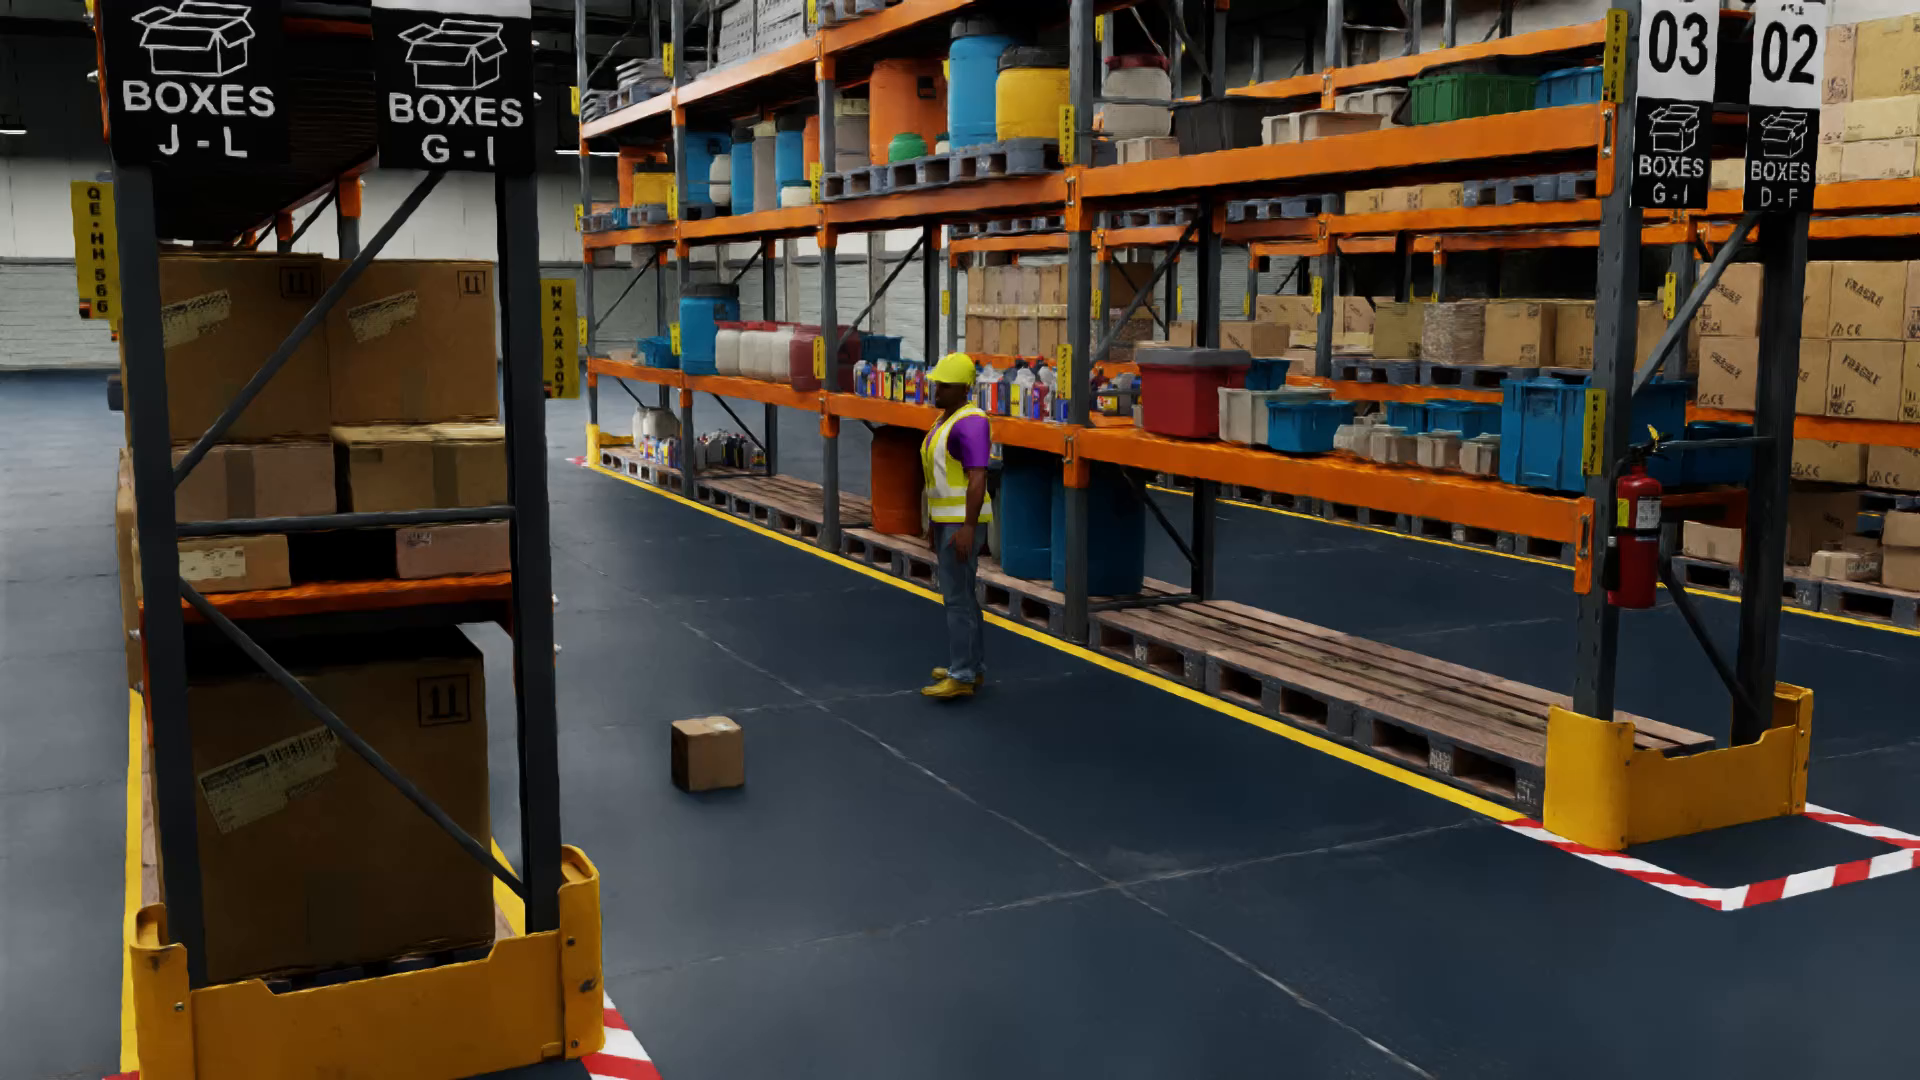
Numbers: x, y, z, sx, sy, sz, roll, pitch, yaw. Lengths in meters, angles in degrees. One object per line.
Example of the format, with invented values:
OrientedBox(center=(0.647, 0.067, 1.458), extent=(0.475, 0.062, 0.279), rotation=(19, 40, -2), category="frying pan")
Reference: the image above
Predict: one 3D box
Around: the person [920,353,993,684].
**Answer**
OrientedBox(center=(-0.009, -0.114, 8.636), extent=(0.357, 1.709, 0.637), rotation=(-2, 9, -12), category="person")
